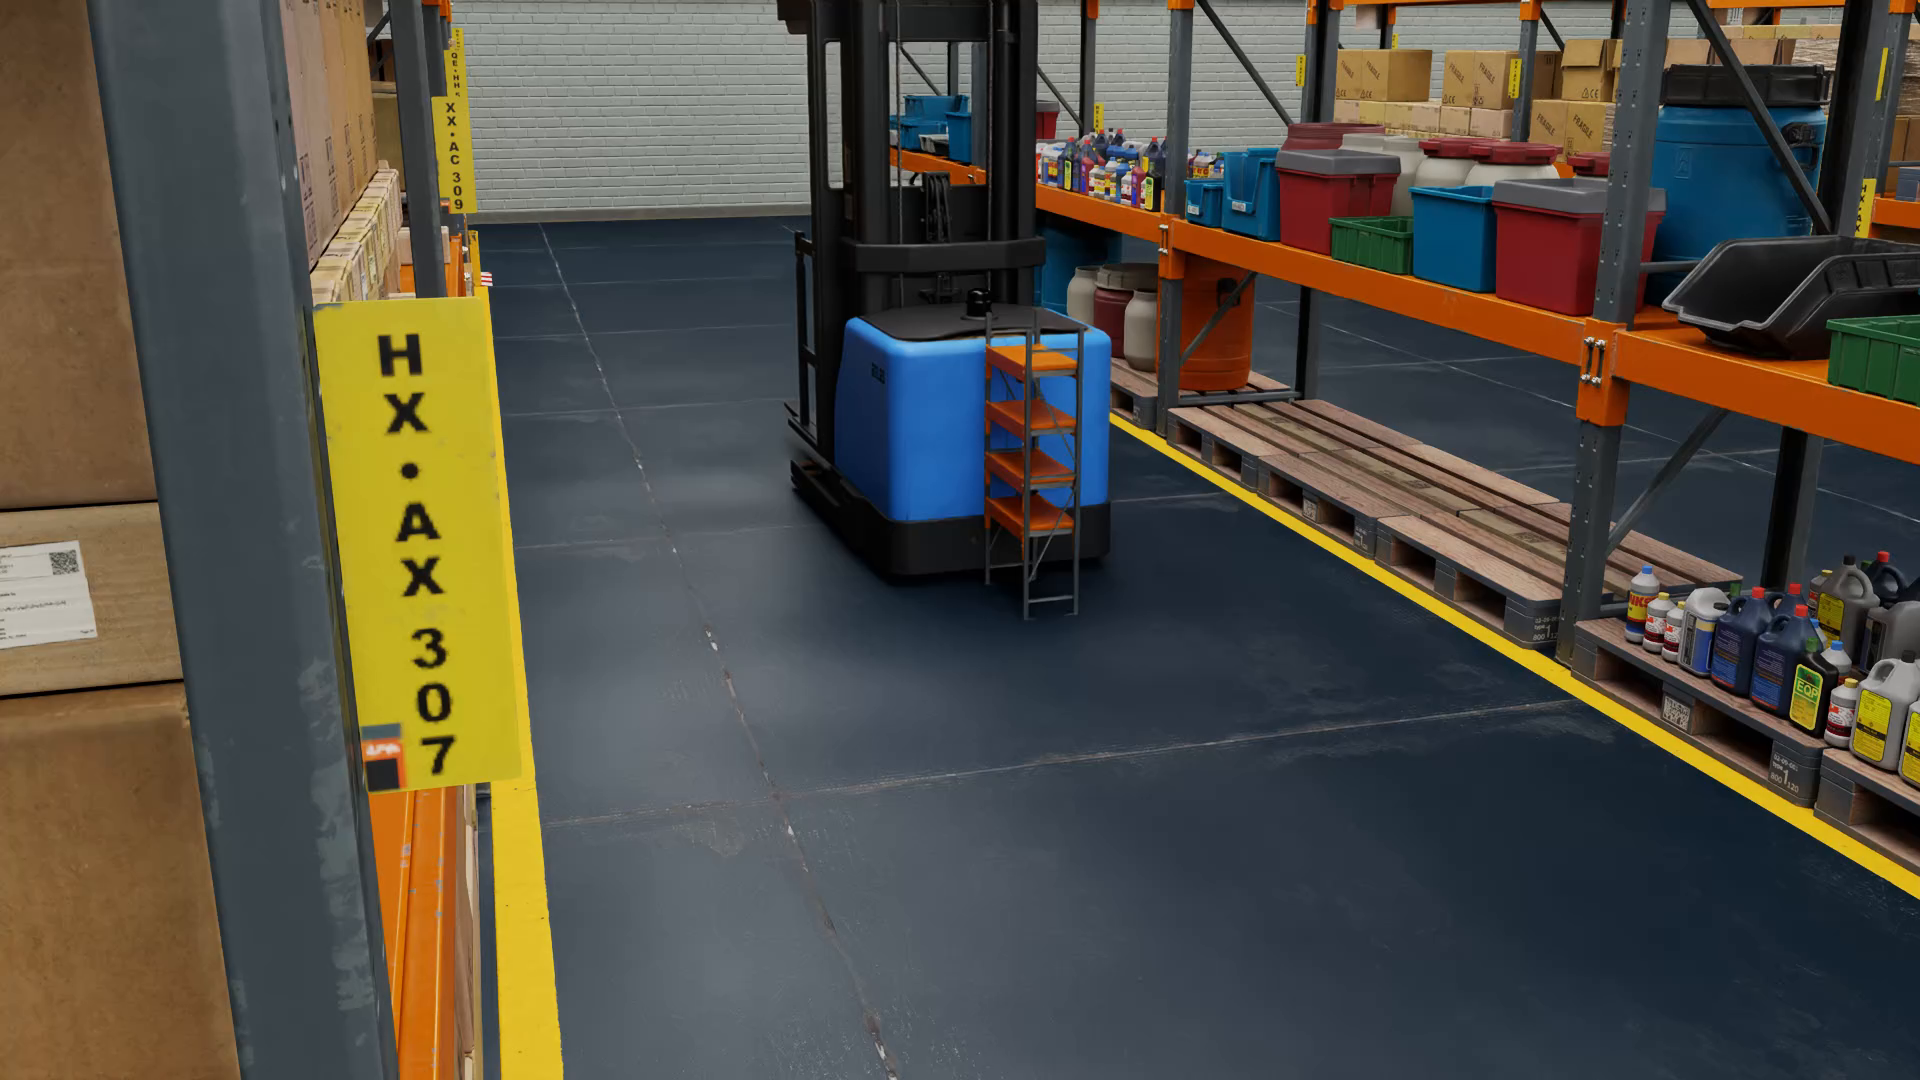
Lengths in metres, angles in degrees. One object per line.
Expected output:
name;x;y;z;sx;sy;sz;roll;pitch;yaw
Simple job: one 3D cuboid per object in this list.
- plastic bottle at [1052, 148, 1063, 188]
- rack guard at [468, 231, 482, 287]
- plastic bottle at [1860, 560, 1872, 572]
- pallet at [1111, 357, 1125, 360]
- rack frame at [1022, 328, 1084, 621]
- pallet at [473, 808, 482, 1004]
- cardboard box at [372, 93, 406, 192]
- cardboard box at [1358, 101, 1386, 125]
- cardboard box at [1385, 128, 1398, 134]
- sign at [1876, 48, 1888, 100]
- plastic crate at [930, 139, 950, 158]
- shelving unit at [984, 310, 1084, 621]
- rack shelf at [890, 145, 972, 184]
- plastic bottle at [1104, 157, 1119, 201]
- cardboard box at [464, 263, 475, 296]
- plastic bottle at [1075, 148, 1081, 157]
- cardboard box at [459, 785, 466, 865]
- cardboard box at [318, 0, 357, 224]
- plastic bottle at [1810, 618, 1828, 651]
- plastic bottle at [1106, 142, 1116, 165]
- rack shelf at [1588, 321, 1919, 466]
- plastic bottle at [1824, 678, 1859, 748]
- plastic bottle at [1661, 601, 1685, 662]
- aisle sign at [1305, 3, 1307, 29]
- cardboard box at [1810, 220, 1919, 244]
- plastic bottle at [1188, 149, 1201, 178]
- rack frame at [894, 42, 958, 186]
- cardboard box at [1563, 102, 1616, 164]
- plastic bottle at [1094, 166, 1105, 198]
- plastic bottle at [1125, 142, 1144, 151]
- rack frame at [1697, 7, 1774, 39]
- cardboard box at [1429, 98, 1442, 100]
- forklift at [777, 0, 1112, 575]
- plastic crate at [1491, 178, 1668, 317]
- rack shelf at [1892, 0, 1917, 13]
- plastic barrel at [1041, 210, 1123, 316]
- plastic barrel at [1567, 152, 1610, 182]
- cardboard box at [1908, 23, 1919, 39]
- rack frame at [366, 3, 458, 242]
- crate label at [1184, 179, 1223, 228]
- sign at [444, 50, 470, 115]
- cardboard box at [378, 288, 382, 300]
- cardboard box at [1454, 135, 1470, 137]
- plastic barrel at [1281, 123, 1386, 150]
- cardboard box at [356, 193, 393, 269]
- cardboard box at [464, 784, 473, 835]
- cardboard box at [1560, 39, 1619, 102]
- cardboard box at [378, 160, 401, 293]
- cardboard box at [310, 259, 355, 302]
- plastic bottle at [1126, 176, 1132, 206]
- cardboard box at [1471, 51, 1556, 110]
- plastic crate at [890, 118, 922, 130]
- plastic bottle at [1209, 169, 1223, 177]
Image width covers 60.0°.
plastic bottle;0.697;-2.605;11.635;0.097;0.271;0.097;0;17;0
rack guard;-5.256;-2.704;16.086;1.175;0.500;0.348;-5;17;-15
plastic bottle;3.234;0.203;6.018;0.061;0.283;0.133;-4;17;-12
pallet;1.097;-1.316;11.967;1.003;0.211;1.213;-5;17;-15
rack frame;0.373;-0.252;6.707;0.240;1.200;0.015;-5;18;-17
pallet;-1.801;0.956;4.404;1.003;0.211;1.213;-5;17;-15
cardboard box;-3.360;-2.124;8.905;0.700;0.500;0.500;-12;20;-34
cardboard box;4.405;-4.339;16.925;0.500;0.250;0.500;-5;18;-17
cardboard box;4.453;-4.035;16.606;0.380;0.149;0.250;-5;17;-17
sign;5.915;-3.002;10.718;0.100;0.325;0.005;-5;17;-15
plastic crate;0.020;-3.392;14.404;0.437;0.125;0.590;-5;17;-15
shelving unit;0.298;-0.319;6.929;0.258;1.200;0.503;-5;18;-17
rack shelf;0.036;-3.415;15.358;1.077;0.370;4.000;-5;17;-15
plastic bottle;0.979;-2.322;10.691;0.097;0.271;0.097;0;17;0
cardboard box;-3.767;-1.716;12.030;0.500;0.500;0.500;-5;17;-16
plastic bottle;0.821;-2.531;11.368;0.061;0.283;0.133;-5;17;-15
cardboard box;-1.374;0.542;3.681;0.500;0.500;0.500;-5;17;-15
cardboard box;-1.574;-0.872;3.212;0.700;0.500;0.500;-5;17;-15
plastic bottle;2.763;0.389;5.421;0.097;0.271;0.097;0;17;0
plastic bottle;1.129;-2.806;12.303;0.097;0.271;0.097;0;17;0
rack shelf;3.334;-0.096;4.308;1.077;0.370;4.000;-5;17;-15
plastic bottle;2.715;0.524;5.092;0.097;0.201;0.097;0;17;0
plastic bottle;2.506;0.315;5.790;0.097;0.201;0.097;0;17;0
aisle sign;3.941;-5.946;18.013;0.394;0.787;0.004;-5;17;-15
cardboard box;6.278;-1.868;11.920;1.225;0.875;0.875;-6;18;-18
plastic bottle;1.603;-2.513;11.306;0.061;0.283;0.133;-5;17;-15
rack frame;-0.513;-4.313;17.097;1.000;3.000;0.127;-5;17;-15
cardboard box;5.373;-3.360;13.750;0.500;0.500;0.500;-5;17;-15
plastic bottle;0.926;-2.342;10.880;0.097;0.201;0.097;0;17;0
plastic bottle;1.281;-2.786;12.228;0.152;0.276;0.135;-5;17;-15
rack frame;9.046;-5.069;19.613;1.000;3.000;0.127;-5;17;-15
cardboard box;4.776;-4.522;17.535;0.500;0.250;0.500;-5;17;-16
forklift;-0.259;-1.635;8.299;1.130;2.935;3.031;-5;18;-17
plastic crate;2.357;-1.134;6.402;0.402;0.464;0.583;-5;17;-15
rack shelf;6.997;-3.031;8.864;1.077;0.370;4.000;-5;17;-15
plastic barrel;0.914;-2.055;12.497;0.600;0.901;0.708;-5;17;-15
plastic barrel;2.732;-1.341;6.966;0.433;0.535;0.433;0;17;0
cardboard box;9.609;-4.883;16.564;0.500;0.500;0.500;-5;18;-17
rack frame;-3.078;-1.710;8.429;1.000;3.000;0.127;-5;17;-15
crate label;1.441;-1.874;9.267;0.303;0.233;0.416;-5;17;-15
sign;-2.546;-2.309;8.412;0.100;0.325;0.005;-5;17;-15
cardboard box;-1.700;-0.383;3.841;0.700;0.500;0.500;-5;17;-16
cardboard box;4.808;-3.679;15.421;0.380;0.149;0.250;-5;17;-16
plastic barrel;2.104;-2.061;9.363;0.600;0.536;0.708;-5;17;-15
cardboard box;-1.485;-0.690;3.734;0.380;0.149;0.250;-5;17;-15
cardboard box;-1.514;0.763;4.249;0.500;0.250;0.500;-5;17;-15
cardboard box;5.532;-3.951;13.972;0.797;0.503;0.637;-5;17;-17
cardboard box;-2.602;-1.295;6.874;0.500;0.500;0.500;-6;18;-18
cardboard box;-1.137;-0.337;2.558;0.380;0.149;0.250;-5;17;-16
plastic bottle;1.086;-2.180;10.342;0.097;0.201;0.097;0;17;0
cardboard box;4.965;-4.134;14.941;0.500;0.500;0.500;-4;17;-14
plastic crate;-0.581;-3.985;16.192;0.416;0.233;0.300;-5;17;-15
plastic bottle;1.635;-2.263;10.618;0.097;0.201;0.097;0;17;0
